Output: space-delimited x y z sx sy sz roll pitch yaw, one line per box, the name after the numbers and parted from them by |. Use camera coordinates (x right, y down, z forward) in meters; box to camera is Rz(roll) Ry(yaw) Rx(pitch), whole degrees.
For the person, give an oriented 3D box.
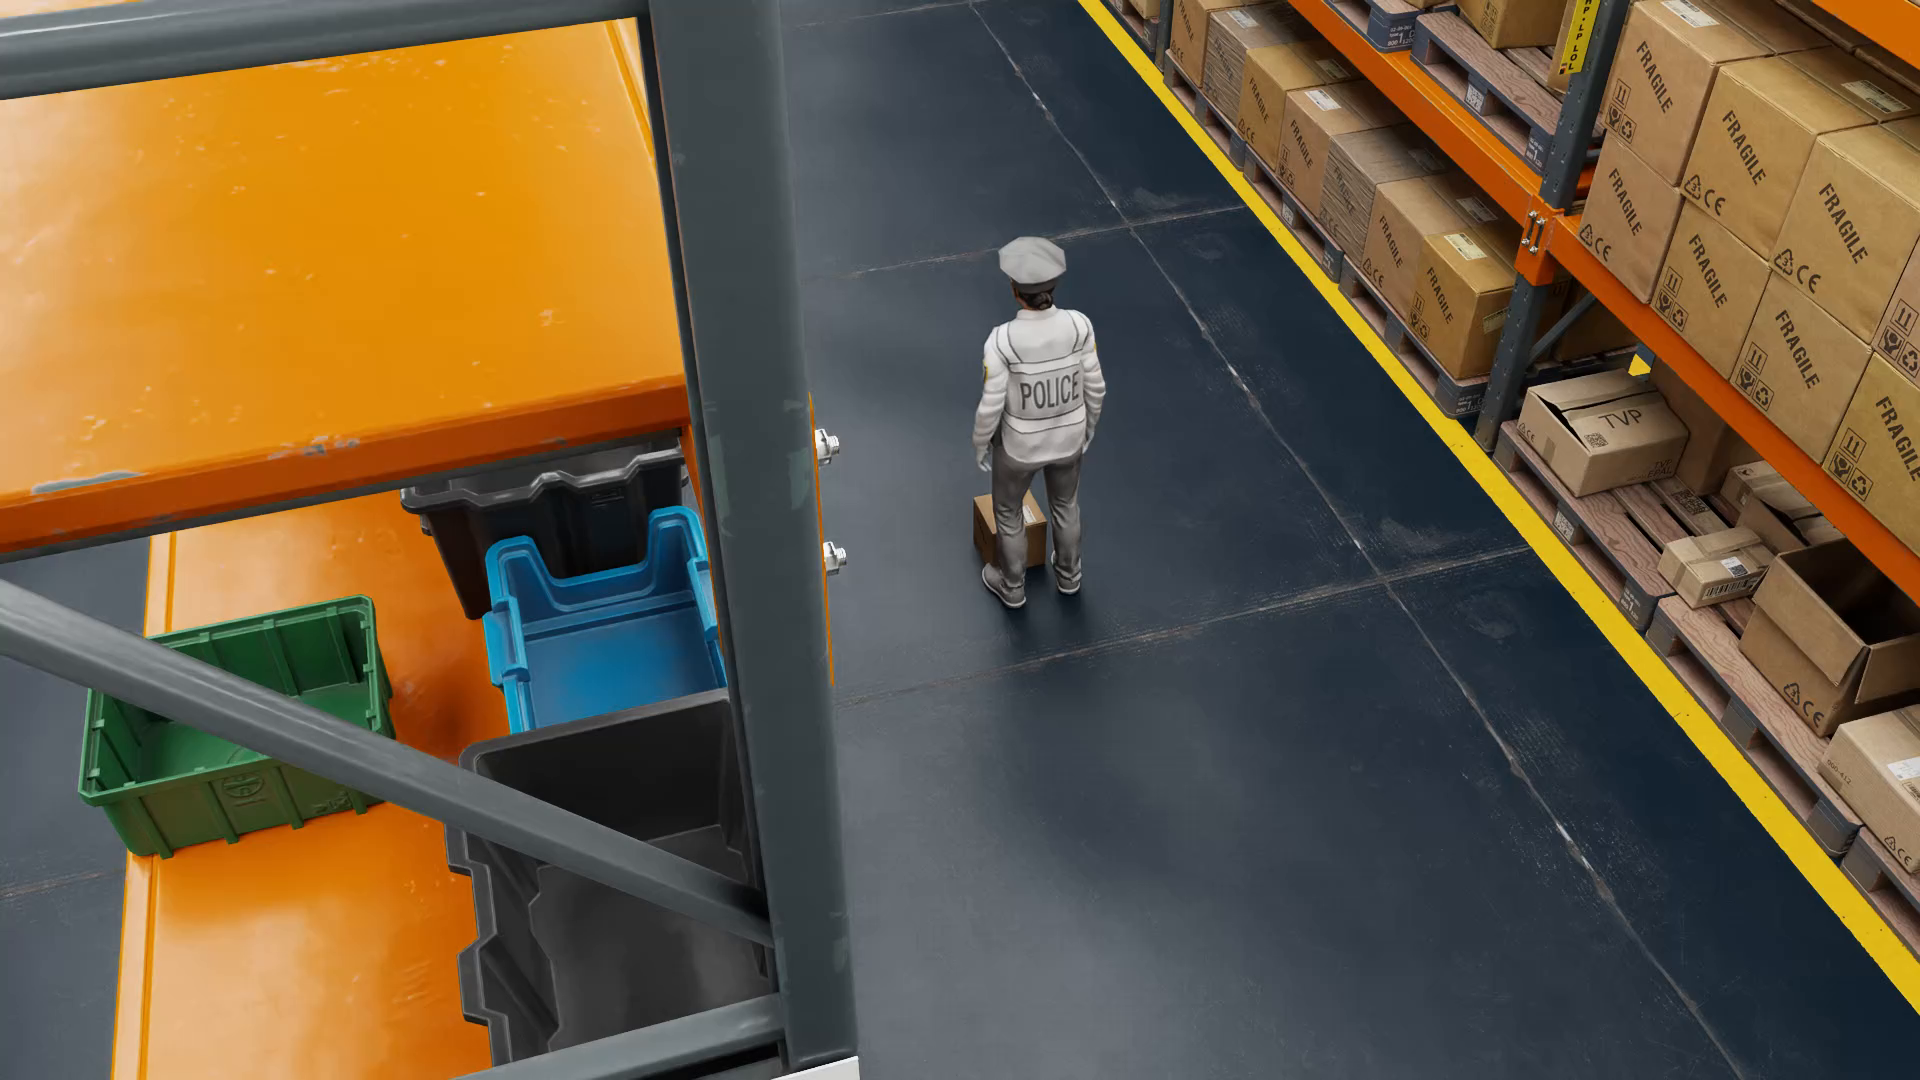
0.303 -0.407 6.603 0.526 1.662 0.373 -13 44 -13 | person
